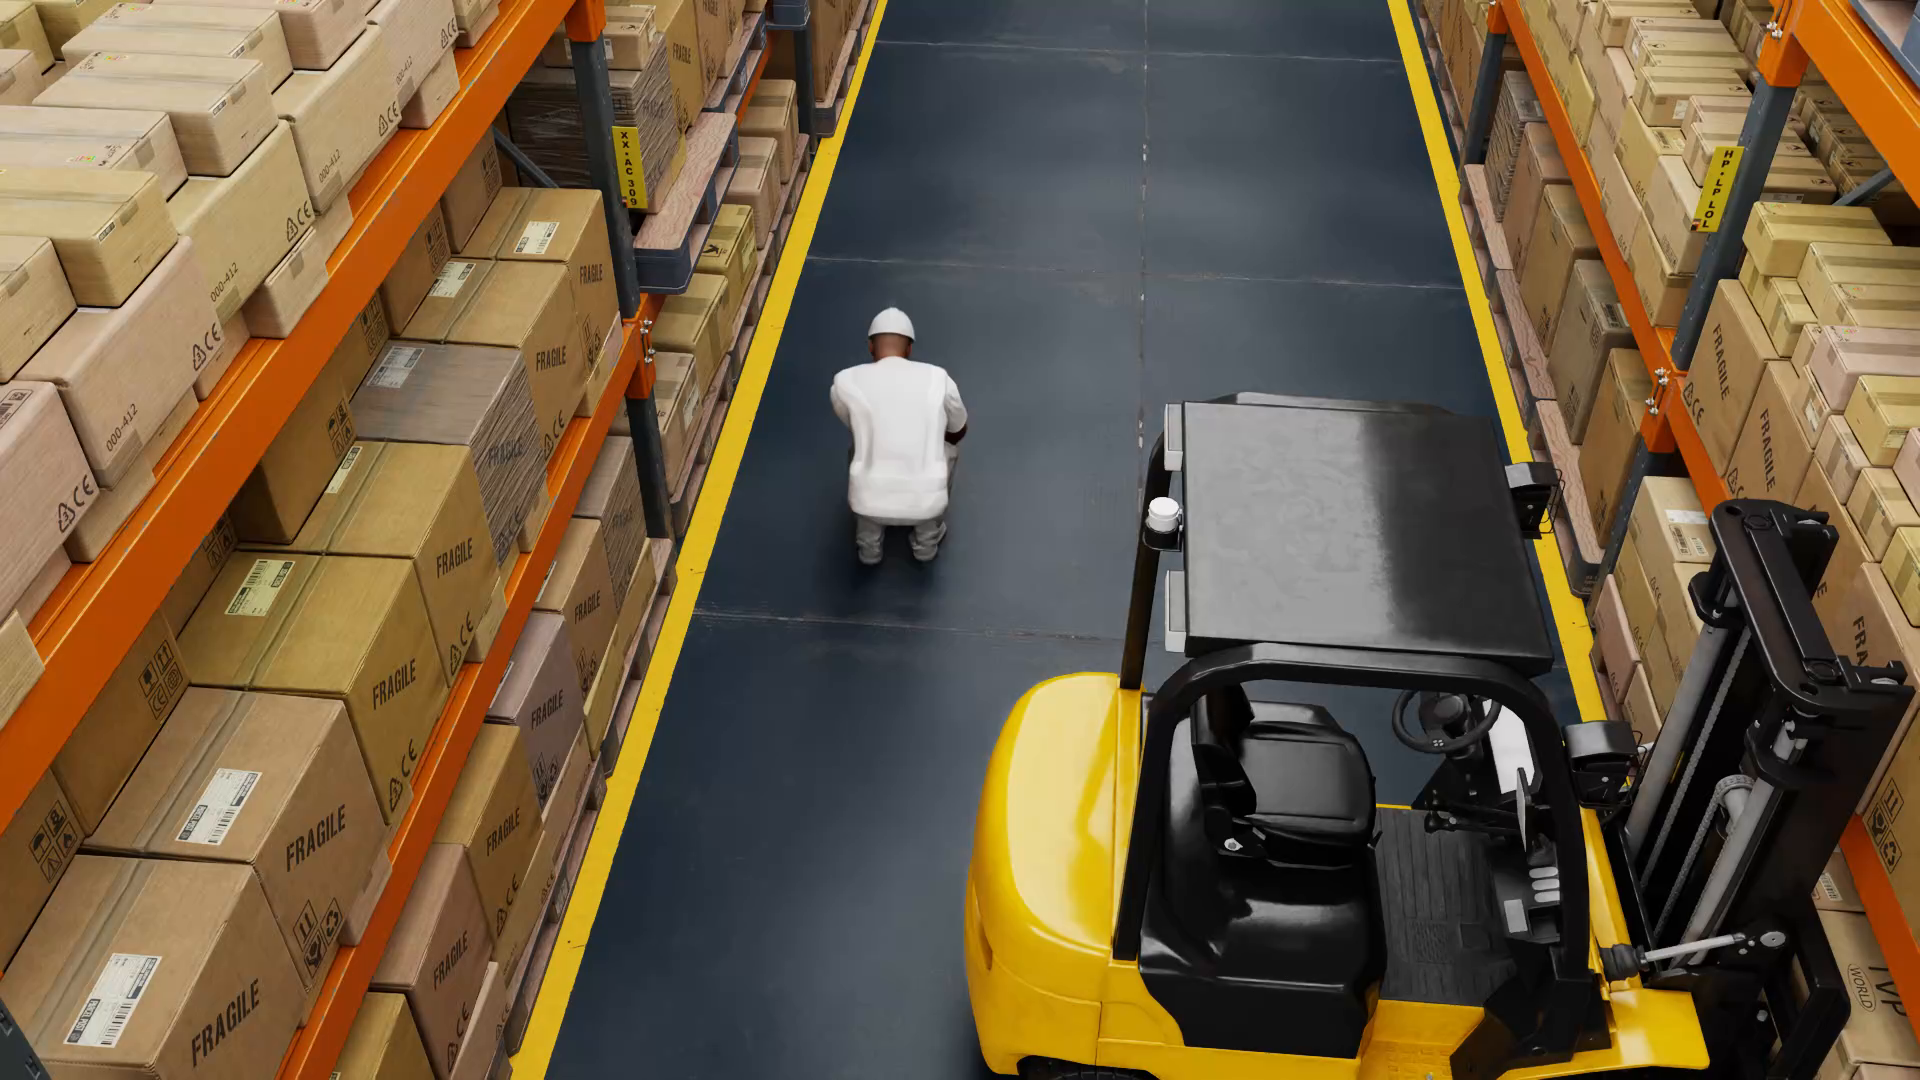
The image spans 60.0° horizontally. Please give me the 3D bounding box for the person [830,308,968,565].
[{"bbox_3d":[-0.272,-0.440,7.272,0.590,0.998,0.882,3,40,4],"label":"person"}]
